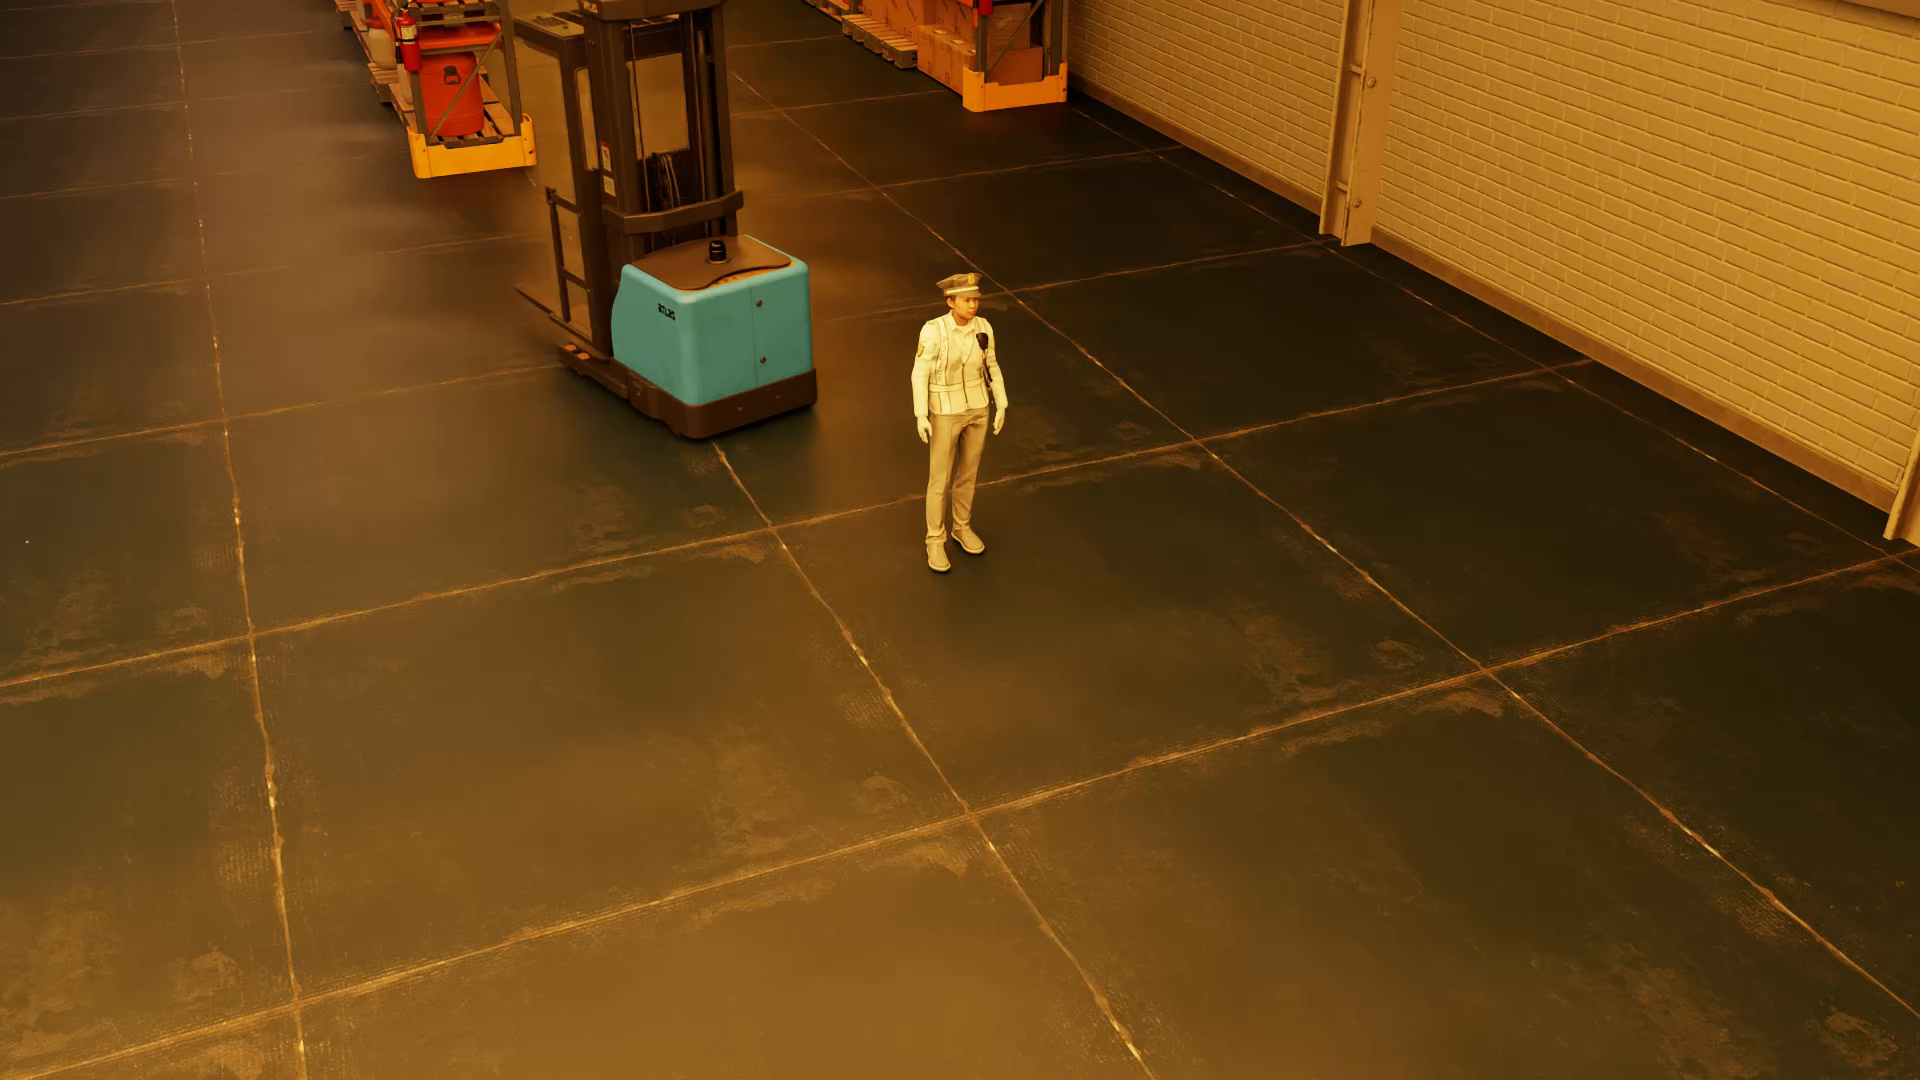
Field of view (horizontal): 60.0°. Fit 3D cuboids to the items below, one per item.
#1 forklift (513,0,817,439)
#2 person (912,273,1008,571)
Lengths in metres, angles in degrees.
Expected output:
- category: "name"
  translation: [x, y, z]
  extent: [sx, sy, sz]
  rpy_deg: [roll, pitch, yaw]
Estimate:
- category: "forklift"
  translation: [-2.318, -2.613, 11.690]
  extent: [1.130, 2.935, 3.031]
  rpy_deg: [-22, 36, -33]
- category: "person"
  translation: [0.021, -0.709, 9.592]
  extent: [0.588, 1.695, 0.531]
  rpy_deg: [-12, 32, -20]
